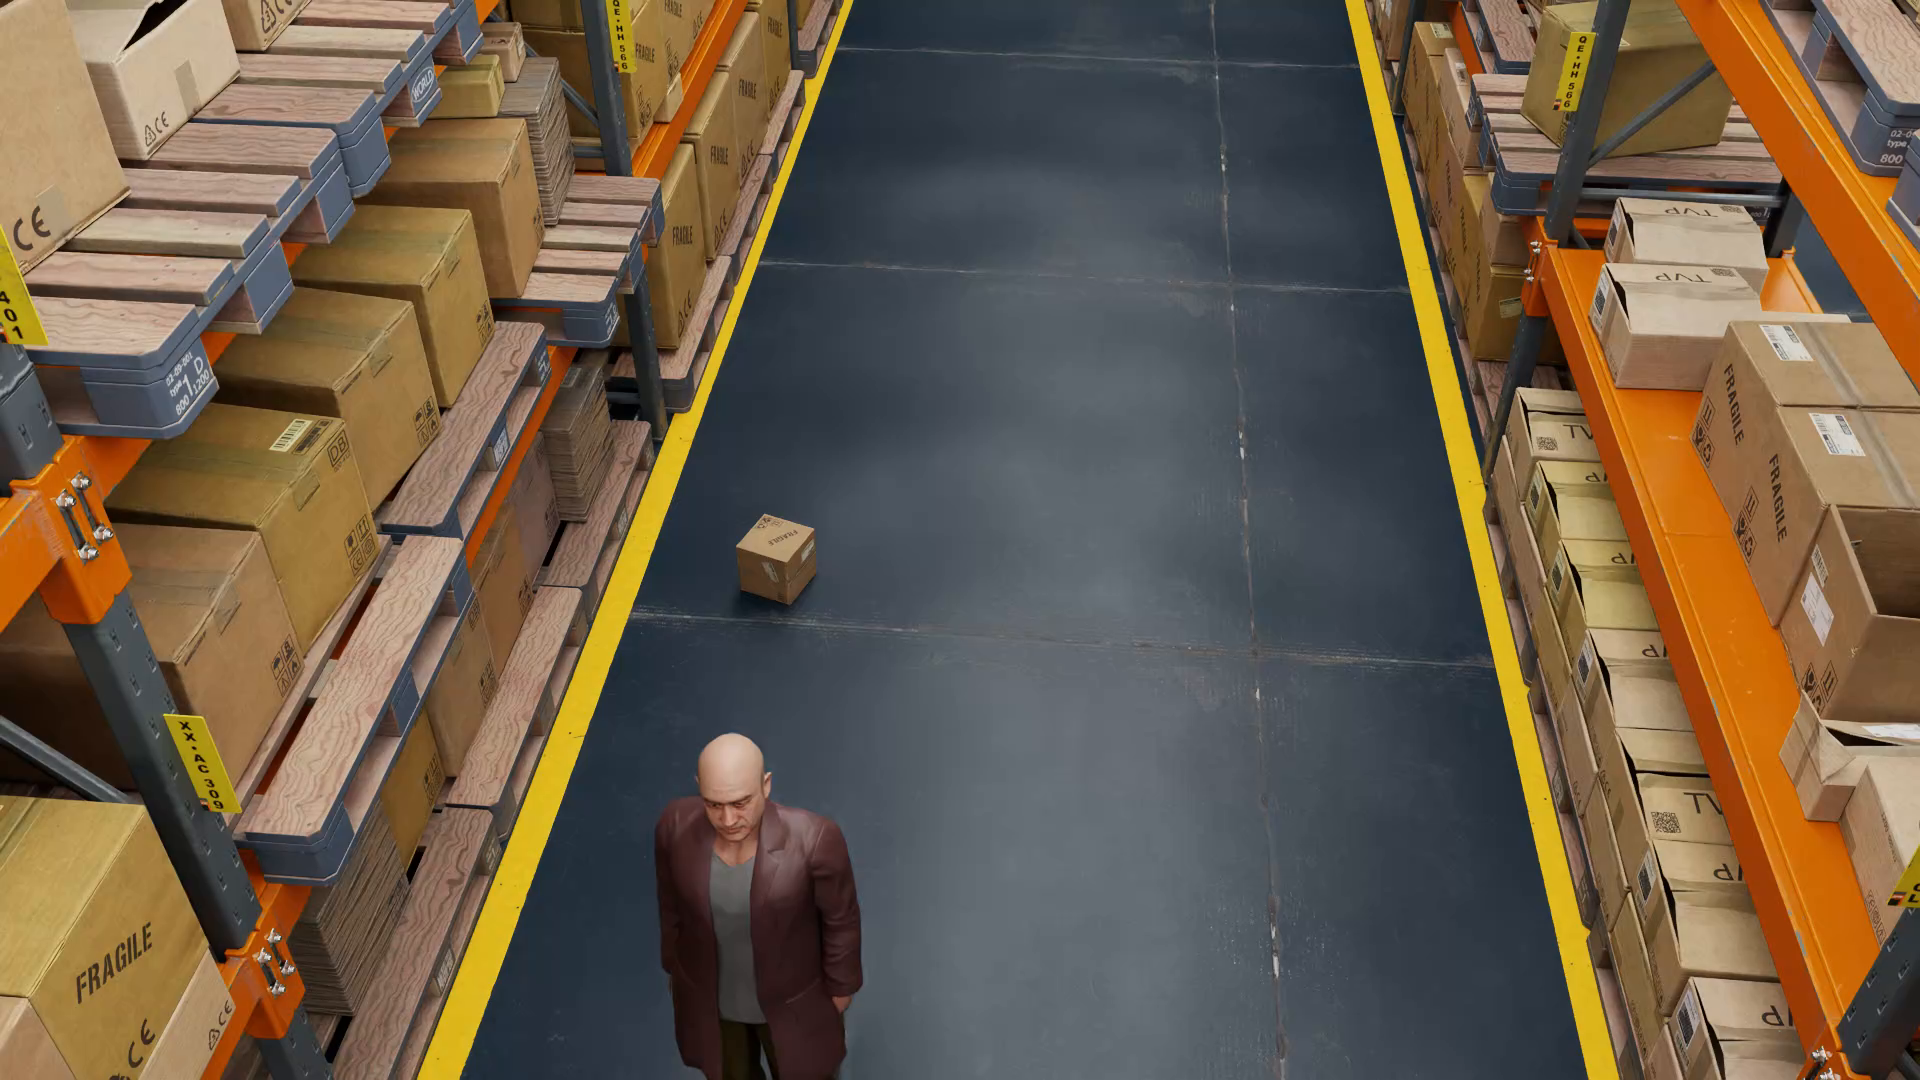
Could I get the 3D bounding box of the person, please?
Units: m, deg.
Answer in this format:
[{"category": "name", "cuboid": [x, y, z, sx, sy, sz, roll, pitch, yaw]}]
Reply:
[{"category": "person", "cuboid": [-0.555, 1.203, 4.675, 0.585, 1.763, 0.693, 6, 40, 8]}]
